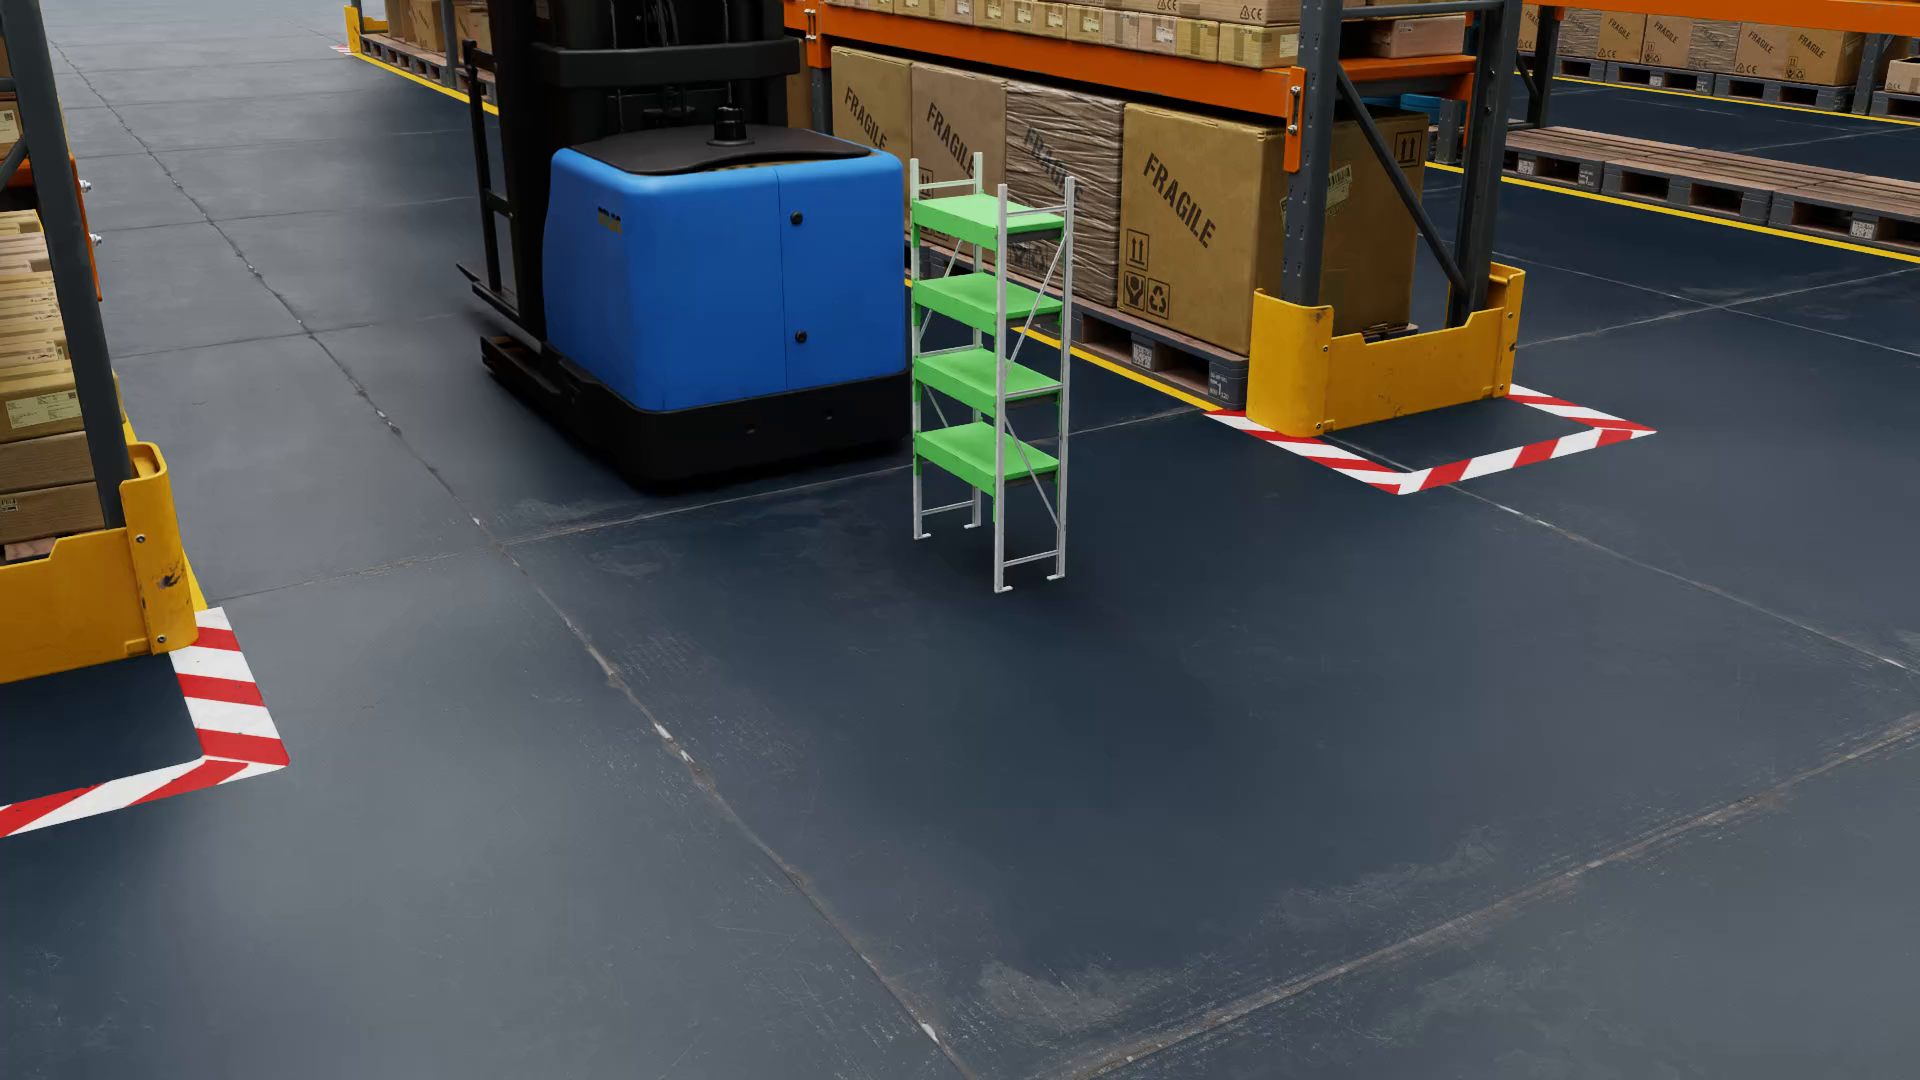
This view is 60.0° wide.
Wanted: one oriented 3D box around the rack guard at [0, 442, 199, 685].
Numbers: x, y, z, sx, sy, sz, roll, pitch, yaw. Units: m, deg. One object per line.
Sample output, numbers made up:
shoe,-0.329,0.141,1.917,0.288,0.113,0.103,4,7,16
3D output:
rack guard,-2.686,0.116,4.363,1.175,0.500,0.348,-13,25,-28

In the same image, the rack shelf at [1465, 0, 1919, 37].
rack shelf,4.905,-3.206,10.171,1.077,0.370,4.000,-13,25,-28

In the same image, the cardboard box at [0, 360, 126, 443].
cardboard box,-2.623,-0.402,4.756,0.380,0.149,0.250,-14,26,-31

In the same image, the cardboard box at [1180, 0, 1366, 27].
cardboard box,1.192,-2.113,6.331,0.500,0.250,0.500,-13,26,-29

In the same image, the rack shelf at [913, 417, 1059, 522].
rack shelf,0.085,-0.221,5.068,0.258,0.148,0.480,-13,25,-28

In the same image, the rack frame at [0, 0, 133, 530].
rack frame,-2.647,-1.018,3.832,1.000,3.000,0.127,-13,25,-28

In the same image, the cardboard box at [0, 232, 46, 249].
cardboard box,-3.704,-1.074,6.408,0.380,0.149,0.250,-14,26,-31

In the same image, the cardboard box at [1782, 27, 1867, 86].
cardboard box,7.645,-4.289,14.614,0.500,0.500,0.500,-13,25,-29

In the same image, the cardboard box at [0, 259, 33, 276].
cardboard box,-3.523,-0.887,5.949,0.380,0.149,0.250,-13,25,-28

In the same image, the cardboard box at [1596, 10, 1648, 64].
cardboard box,6.611,-4.945,16.229,0.500,0.500,0.500,-13,25,-29

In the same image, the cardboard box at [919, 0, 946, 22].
cardboard box,0.026,-2.620,8.108,0.380,0.149,0.250,-13,25,-29

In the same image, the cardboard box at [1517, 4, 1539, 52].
cardboard box,6.087,-5.276,17.045,0.500,0.500,0.500,-11,25,-26

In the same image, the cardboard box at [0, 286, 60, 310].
cardboard box,-3.217,-0.730,5.563,0.380,0.149,0.250,-12,25,-26

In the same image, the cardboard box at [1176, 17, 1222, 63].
cardboard box,1.069,-1.958,6.480,0.380,0.149,0.250,-12,25,-28

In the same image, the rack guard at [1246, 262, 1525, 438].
rack guard,1.680,-0.773,6.550,1.175,0.500,0.348,-13,25,-28

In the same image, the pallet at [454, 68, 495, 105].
pallet,-4.063,-4.280,15.561,1.003,0.211,1.213,-13,25,-28

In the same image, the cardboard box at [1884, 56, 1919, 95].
cardboard box,8.172,-3.919,13.956,0.500,0.311,0.500,-13,25,-28

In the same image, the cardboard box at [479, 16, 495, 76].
cardboard box,-3.939,-4.509,15.155,0.700,0.500,0.500,-13,25,-29

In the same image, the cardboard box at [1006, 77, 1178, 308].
cardboard box,0.808,-1.636,7.616,0.875,0.875,0.875,-13,25,-28

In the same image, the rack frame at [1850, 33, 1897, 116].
rack frame,8.143,-5.138,13.969,1.000,3.000,0.127,-13,25,-28

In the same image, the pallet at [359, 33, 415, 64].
pallet,-6.081,-5.532,18.642,1.003,0.211,1.213,-13,25,-28

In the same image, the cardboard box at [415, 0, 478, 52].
cardboard box,-5.315,-5.367,17.294,0.500,0.500,0.500,-15,27,-33

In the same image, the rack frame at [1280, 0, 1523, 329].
rack frame,1.668,-1.939,6.099,1.000,3.000,0.127,-13,25,-28

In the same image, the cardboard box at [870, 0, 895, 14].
cardboard box,-0.241,-2.788,8.520,0.380,0.149,0.250,-12,25,-27

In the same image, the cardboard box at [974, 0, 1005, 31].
cardboard box,0.288,-2.454,7.698,0.380,0.149,0.250,-13,26,-30

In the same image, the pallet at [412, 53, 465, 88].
pallet,-4.835,-4.742,16.699,1.003,0.211,1.213,-13,25,-28

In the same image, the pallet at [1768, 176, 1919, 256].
pallet,5.538,-1.874,9.643,1.003,0.211,1.213,-13,25,-28

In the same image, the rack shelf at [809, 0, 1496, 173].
rack shelf,0.647,-2.253,7.827,1.077,0.370,4.000,-13,25,-28

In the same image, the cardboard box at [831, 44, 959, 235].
cardboard box,-0.107,-2.215,9.042,0.875,0.875,0.875,-13,25,-28

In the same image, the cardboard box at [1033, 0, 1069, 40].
cardboard box,0.547,-2.289,7.293,0.380,0.149,0.250,-13,25,-28

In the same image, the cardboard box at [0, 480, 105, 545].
cardboard box,-2.640,-0.123,4.858,0.380,0.149,0.250,-12,25,-27

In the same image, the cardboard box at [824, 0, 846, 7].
cardboard box,-0.510,-2.958,8.939,0.380,0.149,0.250,-13,25,-28

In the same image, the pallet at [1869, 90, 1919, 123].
pallet,8.493,-3.624,13.947,1.003,0.211,1.213,-13,25,-28

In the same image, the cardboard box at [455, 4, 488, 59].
cardboard box,-4.632,-4.997,16.385,0.500,0.500,0.500,-13,26,-30

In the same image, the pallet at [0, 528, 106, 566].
pallet,-3.071,-0.020,5.081,1.003,0.211,1.213,-13,25,-28

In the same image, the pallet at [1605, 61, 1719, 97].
pallet,7.068,-4.498,16.097,1.003,0.211,1.213,-13,25,-28

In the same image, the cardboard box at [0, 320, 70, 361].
cardboard box,-2.886,-0.574,5.180,0.380,0.149,0.250,-13,25,-28

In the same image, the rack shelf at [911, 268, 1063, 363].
rack shelf,0.085,-0.665,4.887,0.258,0.148,0.480,-13,25,-28

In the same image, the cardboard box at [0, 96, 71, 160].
cardboard box,-2.531,-1.069,4.292,0.380,0.149,0.250,-13,25,-29

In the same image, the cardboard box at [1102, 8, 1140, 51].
cardboard box,0.814,-2.121,6.880,0.380,0.149,0.250,-12,25,-27

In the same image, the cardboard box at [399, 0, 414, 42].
cardboard box,-5.865,-5.763,18.268,0.500,0.500,0.500,-6,23,-14

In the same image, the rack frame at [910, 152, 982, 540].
rack frame,-0.040,-0.581,5.148,0.240,1.200,0.015,-13,25,-28

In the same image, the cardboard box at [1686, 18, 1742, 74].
cardboard box,7.144,-4.613,15.412,0.500,0.500,0.500,-12,25,-28

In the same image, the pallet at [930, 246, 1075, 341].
pallet,0.573,-1.286,8.194,1.003,0.211,1.213,-13,25,-28

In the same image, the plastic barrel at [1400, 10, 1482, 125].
plastic barrel,3.620,-3.588,12.385,0.600,0.901,0.708,-13,25,-28

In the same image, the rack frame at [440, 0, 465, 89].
rack frame,-4.462,-5.824,15.656,1.000,3.000,0.127,-13,25,-28

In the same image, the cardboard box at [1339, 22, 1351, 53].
cardboard box,1.638,-2.084,6.788,0.380,0.149,0.250,-13,25,-29

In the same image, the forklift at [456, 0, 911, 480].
forklift,-1.364,-2.068,6.507,1.130,2.935,3.031,-13,25,-28

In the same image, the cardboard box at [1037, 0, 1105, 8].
cardboard box,0.674,-2.442,7.141,0.500,0.250,0.500,-14,26,-30

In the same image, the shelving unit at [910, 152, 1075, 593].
shelving unit,0.085,-0.502,4.954,0.258,1.200,0.503,-13,25,-28

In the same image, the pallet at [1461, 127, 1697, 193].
pallet,4.292,-2.664,11.586,1.003,0.211,1.213,-13,25,-28

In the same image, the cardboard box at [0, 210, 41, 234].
cardboard box,-3.987,-1.243,6.823,0.380,0.149,0.250,-13,25,-29
